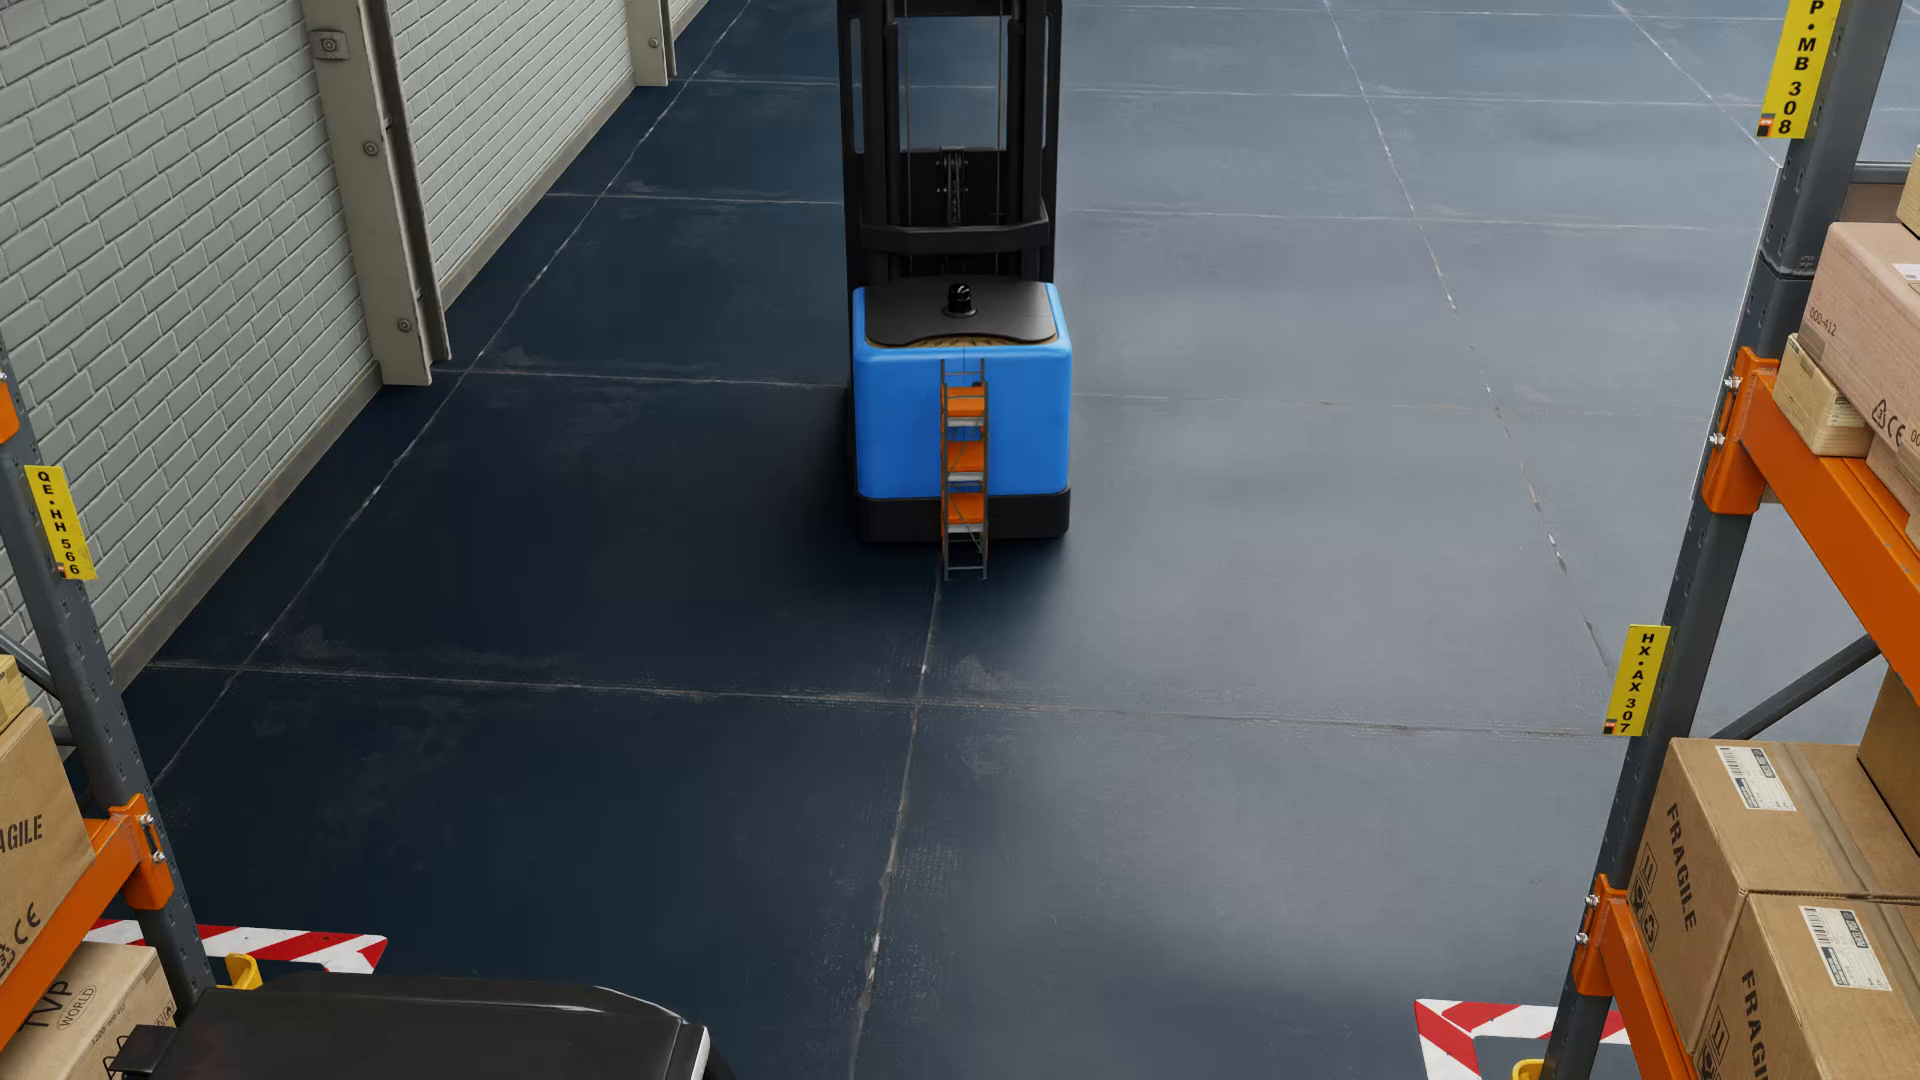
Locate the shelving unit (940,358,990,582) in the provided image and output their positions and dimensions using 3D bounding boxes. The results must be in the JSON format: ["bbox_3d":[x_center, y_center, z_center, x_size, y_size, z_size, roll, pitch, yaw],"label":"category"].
[{"bbox_3d":[0.020,-0.317,7.764,0.215,1.050,0.252,-2,32,-3],"label":"shelving unit"}]

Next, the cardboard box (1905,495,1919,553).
[{"bbox_3d":[1.836,0.001,2.770,0.380,0.149,0.250,3,32,5],"label":"cardboard box"}]

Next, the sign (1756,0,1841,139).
[{"bbox_3d":[1.634,-0.939,3.222,0.100,0.325,0.005,2,32,4],"label":"sign"}]

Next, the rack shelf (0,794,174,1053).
[{"bbox_3d":[-2.936,1.875,3.034,1.077,0.370,4.000,2,32,4],"label":"rack shelf"}]

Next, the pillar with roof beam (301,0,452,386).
[{"bbox_3d":[1.051,-4.659,7.232,9.100,9.000,0.400,2,32,4],"label":"pillar with roof beam"}]

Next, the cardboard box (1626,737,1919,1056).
[{"bbox_3d":[1.860,0.800,3.714,0.500,0.500,0.500,2,32,3],"label":"cardboard box"}]

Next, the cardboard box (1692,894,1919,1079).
[{"bbox_3d":[1.821,1.071,3.275,0.500,0.500,0.500,3,32,5],"label":"cardboard box"}]

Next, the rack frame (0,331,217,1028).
[{"bbox_3d":[-2.770,0.523,4.542,0.949,2.616,0.053,2,32,4],"label":"rack frame"}]

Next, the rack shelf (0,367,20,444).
[{"bbox_3d":[-2.936,0.598,2.247,1.077,0.370,4.000,2,32,4],"label":"rack shelf"}]

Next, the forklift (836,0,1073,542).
[{"bbox_3d":[-0.066,-1.980,8.669,1.130,2.935,3.031,-2,32,-3],"label":"forklift"}]

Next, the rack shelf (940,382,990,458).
[{"bbox_3d":[0.020,-0.550,7.621,0.215,0.259,0.240,-2,32,-3],"label":"rack shelf"}]

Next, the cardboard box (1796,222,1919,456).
[{"bbox_3d":[1.868,-0.355,2.967,0.500,0.250,0.500,2,32,3],"label":"cardboard box"}]

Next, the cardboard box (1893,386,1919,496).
[{"bbox_3d":[1.817,-0.092,2.541,0.500,0.250,0.500,2,32,3],"label":"cardboard box"}]

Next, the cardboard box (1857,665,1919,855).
[{"bbox_3d":[2.351,0.415,3.386,0.700,0.500,0.500,2,32,3],"label":"cardboard box"}]

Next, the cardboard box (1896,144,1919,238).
[{"bbox_3d":[1.942,-0.599,2.984,0.380,0.149,0.250,2,32,4],"label":"cardboard box"}]

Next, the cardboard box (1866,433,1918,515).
[{"bbox_3d":[1.892,-0.136,2.992,0.380,0.149,0.250,1,32,2],"label":"cardboard box"}]

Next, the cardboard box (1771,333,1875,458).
[{"bbox_3d":[1.824,-0.277,3.221,0.380,0.149,0.250,2,32,4],"label":"cardboard box"}]

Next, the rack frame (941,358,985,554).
[{"bbox_3d":[0.013,-0.381,7.868,0.200,1.050,0.008,-2,32,-3],"label":"rack frame"}]

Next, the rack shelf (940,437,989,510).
[{"bbox_3d":[0.020,-0.308,7.770,0.215,0.259,0.240,-2,32,-3],"label":"rack shelf"}]

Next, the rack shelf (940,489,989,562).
[{"bbox_3d":[0.020,-0.072,7.916,0.215,0.259,0.240,-2,32,-3],"label":"rack shelf"}]

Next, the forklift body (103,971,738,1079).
[{"bbox_3d":[-1.109,1.954,3.029,2.313,2.155,1.214,2,32,4],"label":"forklift body"}]

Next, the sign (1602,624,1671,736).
[{"bbox_3d":[1.634,0.342,4.012,0.100,0.325,0.005,2,32,4],"label":"sign"}]

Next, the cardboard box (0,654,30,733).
[{"bbox_3d":[-2.522,0.398,4.032,0.380,0.149,0.250,3,32,5],"label":"cardboard box"}]

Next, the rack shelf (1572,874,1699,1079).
[{"bbox_3d":[2.012,2.085,2.693,1.077,0.370,4.000,2,32,4],"label":"rack shelf"}]

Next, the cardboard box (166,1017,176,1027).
[{"bbox_3d":[-2.501,1.570,4.587,0.500,0.250,0.500,2,32,3],"label":"cardboard box"}]

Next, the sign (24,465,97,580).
[{"bbox_3d":[-2.233,-0.040,4.127,0.100,0.325,0.005,2,32,4],"label":"sign"}]

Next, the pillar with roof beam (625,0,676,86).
[{"bbox_3d":[1.540,-7.796,12.323,9.100,9.000,0.400,2,32,4],"label":"pillar with roof beam"}]

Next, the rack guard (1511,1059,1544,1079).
[{"bbox_3d":[2.168,1.837,4.793,1.175,0.500,0.348,2,32,4],"label":"rack guard"}]

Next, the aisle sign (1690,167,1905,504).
[{"bbox_3d":[1.871,-0.419,3.593,0.394,0.787,0.004,2,32,4],"label":"aisle sign"}]

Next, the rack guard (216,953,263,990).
[{"bbox_3d":[-2.771,1.575,5.218,1.175,0.500,0.348,2,32,4],"label":"rack guard"}]

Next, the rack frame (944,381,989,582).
[{"bbox_3d":[0.027,-0.254,7.661,0.200,1.050,0.008,-2,32,-3],"label":"rack frame"}]

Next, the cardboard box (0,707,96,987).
[{"bbox_3d":[-2.551,0.749,4.080,0.500,0.500,0.500,2,32,3],"label":"cardboard box"}]

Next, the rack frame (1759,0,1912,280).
[{"bbox_3d":[2.175,-1.821,2.627,1.000,3.000,0.127,2,32,4],"label":"rack frame"}]

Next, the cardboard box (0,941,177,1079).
[{"bbox_3d":[-2.500,1.343,4.479,0.500,0.250,0.500,3,32,6],"label":"cardboard box"}]

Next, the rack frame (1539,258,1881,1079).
[{"bbox_3d":[2.175,0.733,4.201,1.000,3.000,0.127,2,32,4],"label":"rack frame"}]

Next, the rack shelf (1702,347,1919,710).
[{"bbox_3d":[2.012,0.808,1.906,1.077,0.370,4.000,2,32,4],"label":"rack shelf"}]
